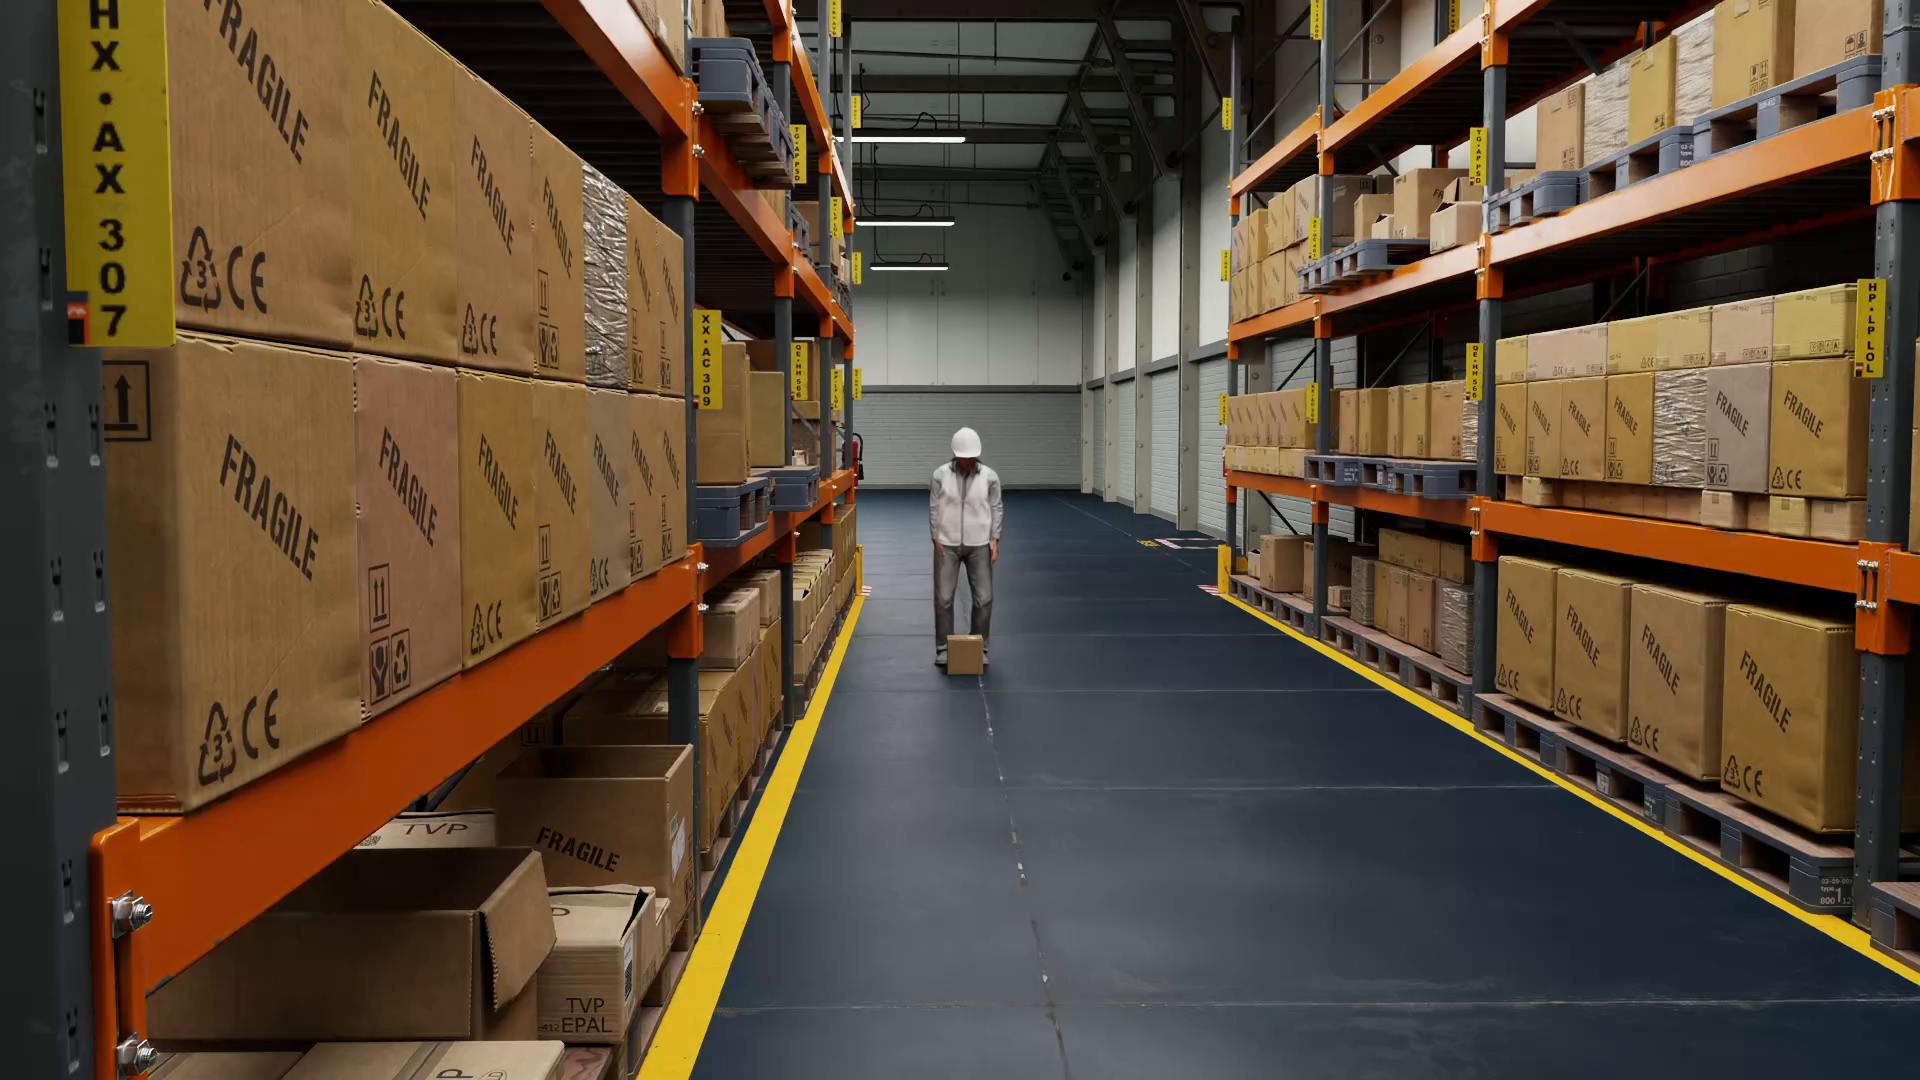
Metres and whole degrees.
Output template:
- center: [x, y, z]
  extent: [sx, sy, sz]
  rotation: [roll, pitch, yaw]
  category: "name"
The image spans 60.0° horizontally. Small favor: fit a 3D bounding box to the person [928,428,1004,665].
- center: [0.045, 0.045, 12.182]
  extent: [0.552, 1.736, 0.442]
  rotation: [0, 4, 0]
  category: "person"
